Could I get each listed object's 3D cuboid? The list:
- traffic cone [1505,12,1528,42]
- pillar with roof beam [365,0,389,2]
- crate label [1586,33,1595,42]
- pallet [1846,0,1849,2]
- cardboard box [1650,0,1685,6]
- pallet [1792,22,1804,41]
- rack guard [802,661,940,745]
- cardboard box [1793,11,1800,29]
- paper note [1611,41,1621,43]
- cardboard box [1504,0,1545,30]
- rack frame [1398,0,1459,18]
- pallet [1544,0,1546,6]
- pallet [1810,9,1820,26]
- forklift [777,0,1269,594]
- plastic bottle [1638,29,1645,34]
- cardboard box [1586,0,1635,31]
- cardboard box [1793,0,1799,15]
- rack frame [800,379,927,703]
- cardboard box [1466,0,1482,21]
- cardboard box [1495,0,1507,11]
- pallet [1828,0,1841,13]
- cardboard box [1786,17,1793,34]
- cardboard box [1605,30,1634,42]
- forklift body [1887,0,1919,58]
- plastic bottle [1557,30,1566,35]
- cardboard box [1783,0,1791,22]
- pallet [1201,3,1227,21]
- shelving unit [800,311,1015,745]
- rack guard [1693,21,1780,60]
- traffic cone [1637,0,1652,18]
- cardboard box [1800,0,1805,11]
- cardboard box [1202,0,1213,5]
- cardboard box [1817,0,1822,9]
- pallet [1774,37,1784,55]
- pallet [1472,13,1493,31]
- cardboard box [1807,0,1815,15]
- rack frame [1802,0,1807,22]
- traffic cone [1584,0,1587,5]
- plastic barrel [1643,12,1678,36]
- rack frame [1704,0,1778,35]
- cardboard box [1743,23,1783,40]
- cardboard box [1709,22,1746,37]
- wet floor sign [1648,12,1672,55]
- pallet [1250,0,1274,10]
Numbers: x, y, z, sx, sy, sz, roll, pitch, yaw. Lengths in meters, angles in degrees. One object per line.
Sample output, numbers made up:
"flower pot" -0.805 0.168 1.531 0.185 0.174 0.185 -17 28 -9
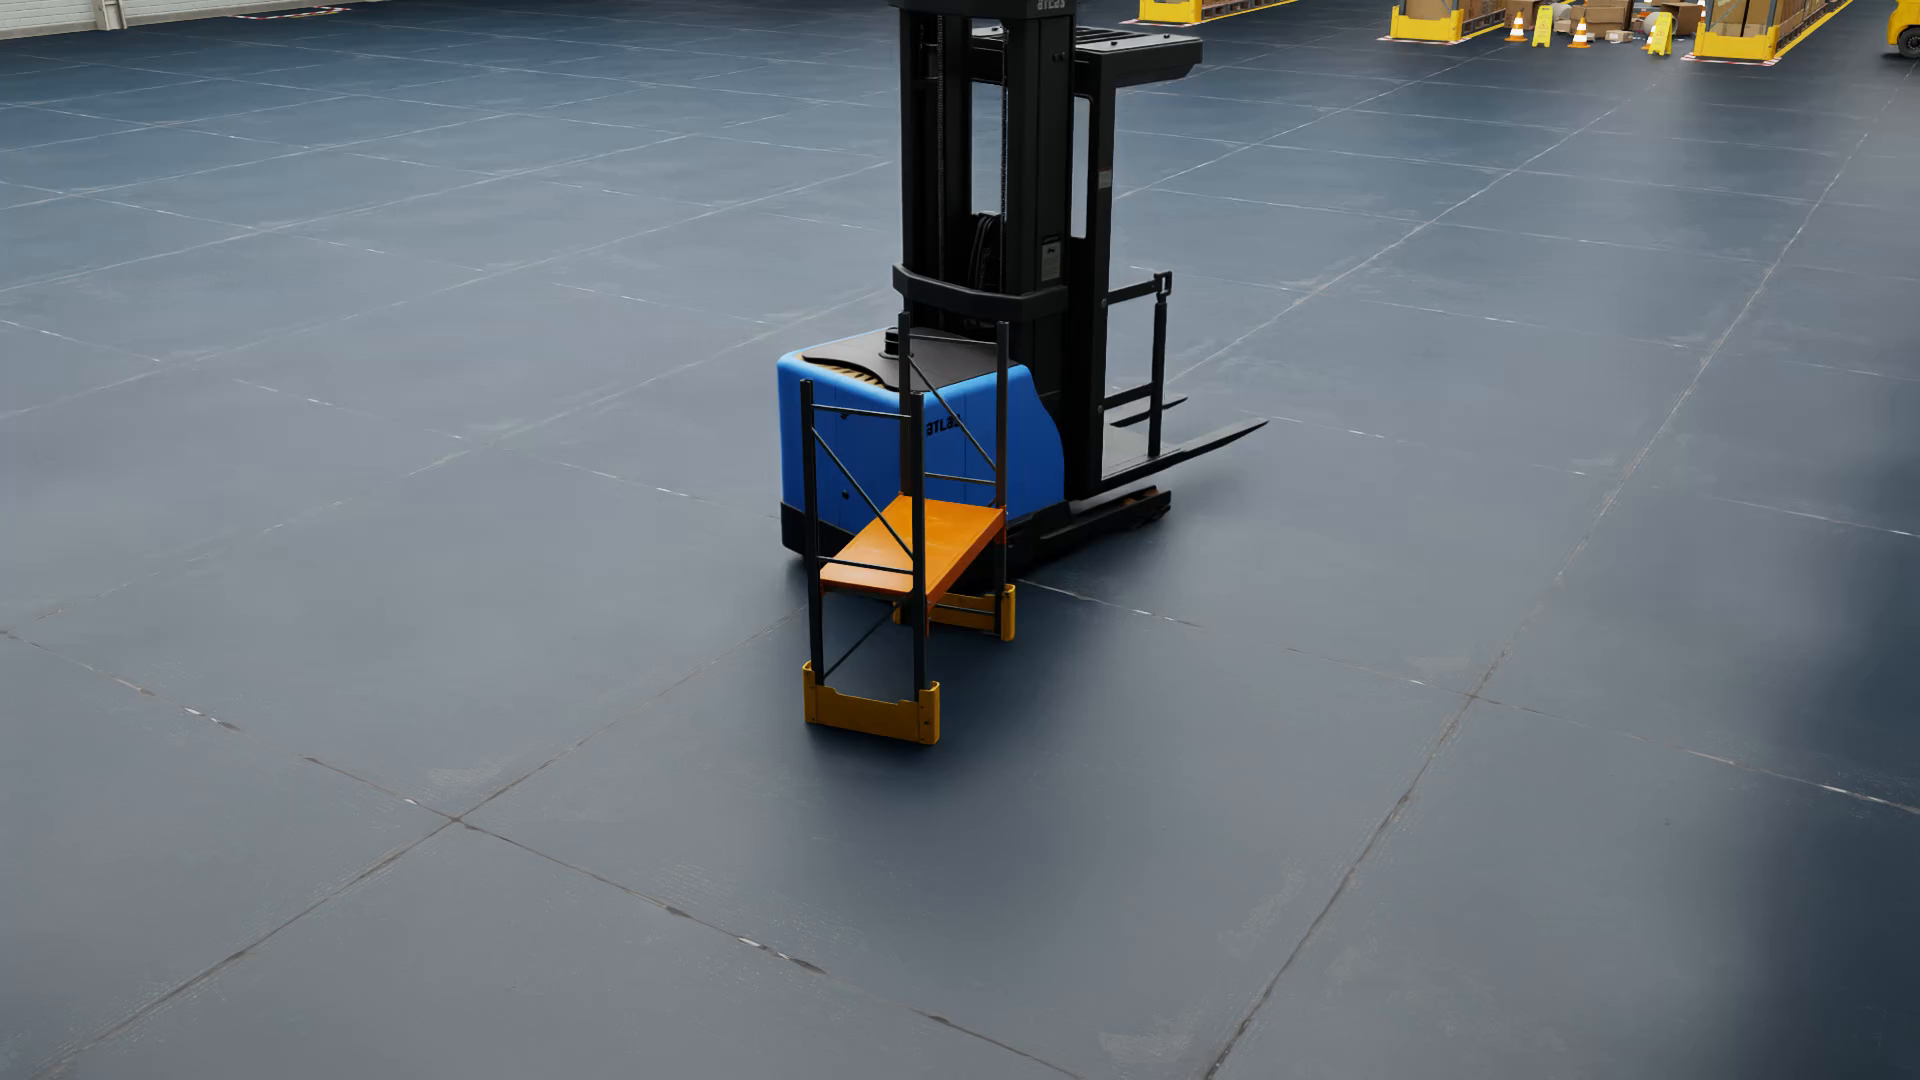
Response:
"traffic cone" 9.576 -8.818 28.538 0.336 0.463 0.334 14 27 29
"pillar with roof beam" -8.569 -14.532 30.991 9.100 9.000 0.400 14 27 29
"crate label" 10.718 -8.596 28.433 0.250 0.136 0.298 1 23 2
"pallet" 18.335 -11.592 35.261 1.003 0.211 1.213 14 27 29
"cardboard box" 12.930 -10.011 30.293 0.500 0.500 0.500 14 27 29
"pallet" 14.133 -8.934 29.122 1.003 0.211 1.213 14 27 29
"rack guard" -0.369 0.672 6.883 0.587 0.250 0.087 8 25 18
"cardboard box" 14.102 -8.941 28.560 0.500 0.250 0.500 13 27 28
"paper note" 11.155 -8.471 28.280 0.148 0.019 0.142 5 24 11
"cardboard box" 10.252 -9.566 30.215 0.500 0.500 0.500 20 30 38
"rack frame" 8.089 -10.101 28.307 1.000 3.000 0.127 14 27 29
"pallet" 11.185 -10.861 33.573 1.003 0.211 1.213 14 27 29
"pallet" 15.510 -9.845 31.225 1.003 0.211 1.213 14 27 29
"forklift" 0.503 -1.533 8.601 3.031 2.935 1.130 -21 31 -39
"plastic bottle" 12.184 -9.057 29.594 0.133 0.061 0.283 20 30 38
"cardboard box" 11.610 -9.455 29.787 0.797 0.637 0.503 14 27 29
"cardboard box" 13.839 -9.122 28.035 0.500 0.500 0.500 15 28 32
"rack frame" -0.376 0.106 6.618 0.500 1.500 0.032 8 25 18
"cardboard box" 8.853 -9.859 29.894 0.875 0.875 0.875 13 27 28
"cardboard box" 9.808 -10.471 31.308 0.875 0.875 0.875 14 27 30
"pallet" 17.048 -10.768 33.359 1.003 0.211 1.213 14 27 29
"cardboard box" 13.561 -8.600 27.774 0.500 0.250 0.500 16 28 32
"cardboard box" 11.323 -8.655 28.555 0.250 0.149 0.380 -12 26 -26
"forklift body" 16.017 -8.692 26.120 2.313 2.155 1.214 14 27 29
"plastic bottle" 10.638 -8.981 29.420 0.133 0.061 0.283 5 24 11
"cardboard box" 13.292 -8.773 27.227 0.500 0.500 0.500 13 26 27
"pallet" 4.427 -10.187 32.017 1.003 0.211 1.213 14 27 29
"shelving unit" -0.200 -0.088 7.065 0.587 1.500 1.083 8 25 18
"rack guard" 12.388 -7.976 26.546 1.175 0.500 0.348 14 27 29
"traffic cone" 13.226 -10.303 31.967 0.336 0.463 0.334 14 27 29
"cardboard box" 14.374 -9.467 28.831 0.500 0.500 0.500 13 27 28
"cardboard box" 4.558 -10.636 32.162 0.500 0.500 0.500 -20 31 -39
"cardboard box" 15.879 -10.345 31.651 0.950 0.372 0.625 13 27 28
"pallet" 12.846 -8.111 27.219 1.003 0.211 1.213 14 27 29
"pallet" 9.089 -9.518 30.470 1.003 0.211 1.213 14 27 29
"cardboard box" 15.109 -9.856 30.519 0.950 0.372 0.625 16 28 32
"rack frame" 14.458 -10.448 29.108 1.000 3.000 0.127 14 27 29
"traffic cone" 12.189 -10.423 32.244 0.336 0.463 0.334 14 27 29
"plastic barrel" 12.151 -8.930 28.845 0.421 0.421 0.512 -7 24 -17
"rack frame" 12.348 -9.098 25.990 1.000 3.000 0.127 14 27 29
"cardboard box" 13.008 -8.243 26.948 0.500 0.250 0.500 14 27 29
"cardboard box" 12.558 -8.366 27.232 0.500 0.250 0.500 14 27 29
"wet floor sign" 11.338 -8.177 26.827 0.232 0.644 0.267 -17 29 -35
"pallet" 5.714 -11.011 33.919 1.003 0.211 1.213 14 27 29
